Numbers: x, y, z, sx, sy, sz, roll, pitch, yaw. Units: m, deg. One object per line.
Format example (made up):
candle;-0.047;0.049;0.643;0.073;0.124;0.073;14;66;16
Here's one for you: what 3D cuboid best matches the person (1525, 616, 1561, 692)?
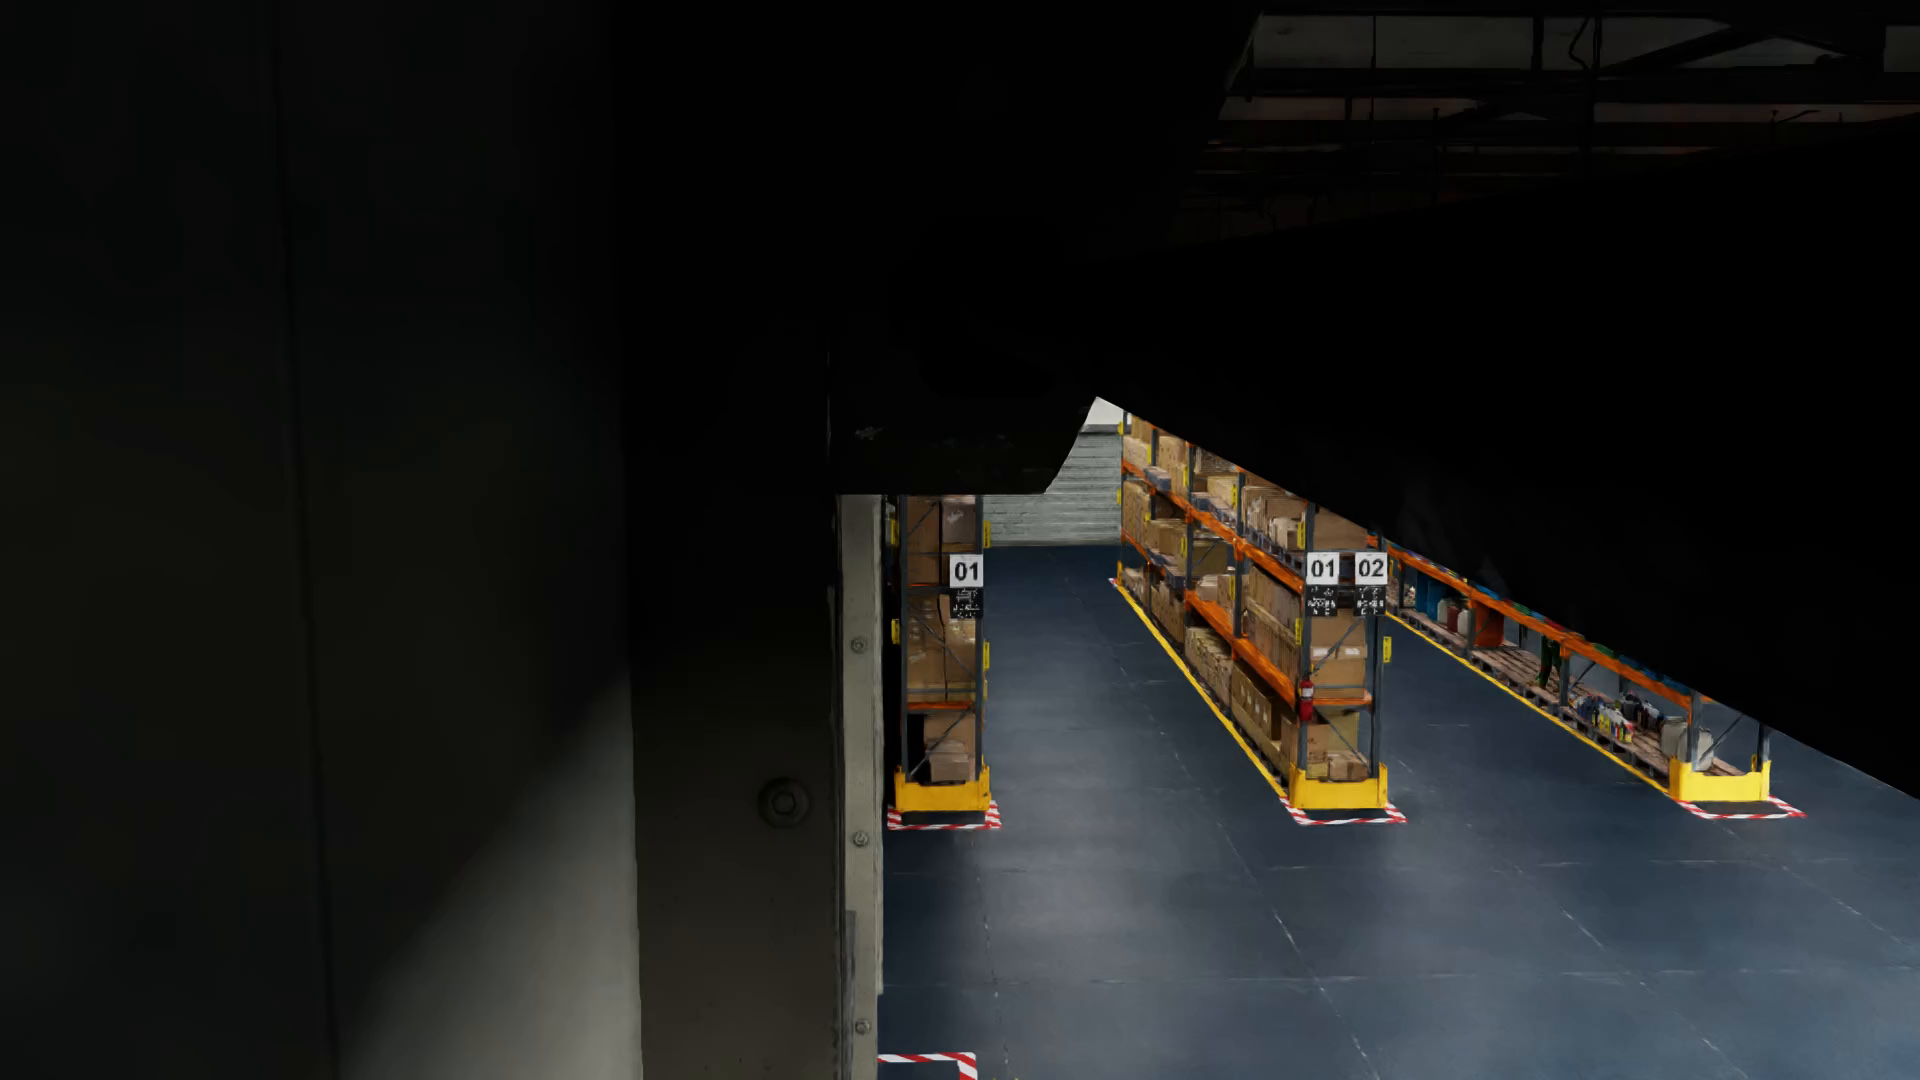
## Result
person;9.114;1.430;25.735;0.578;1.785;0.679;1;8;8
